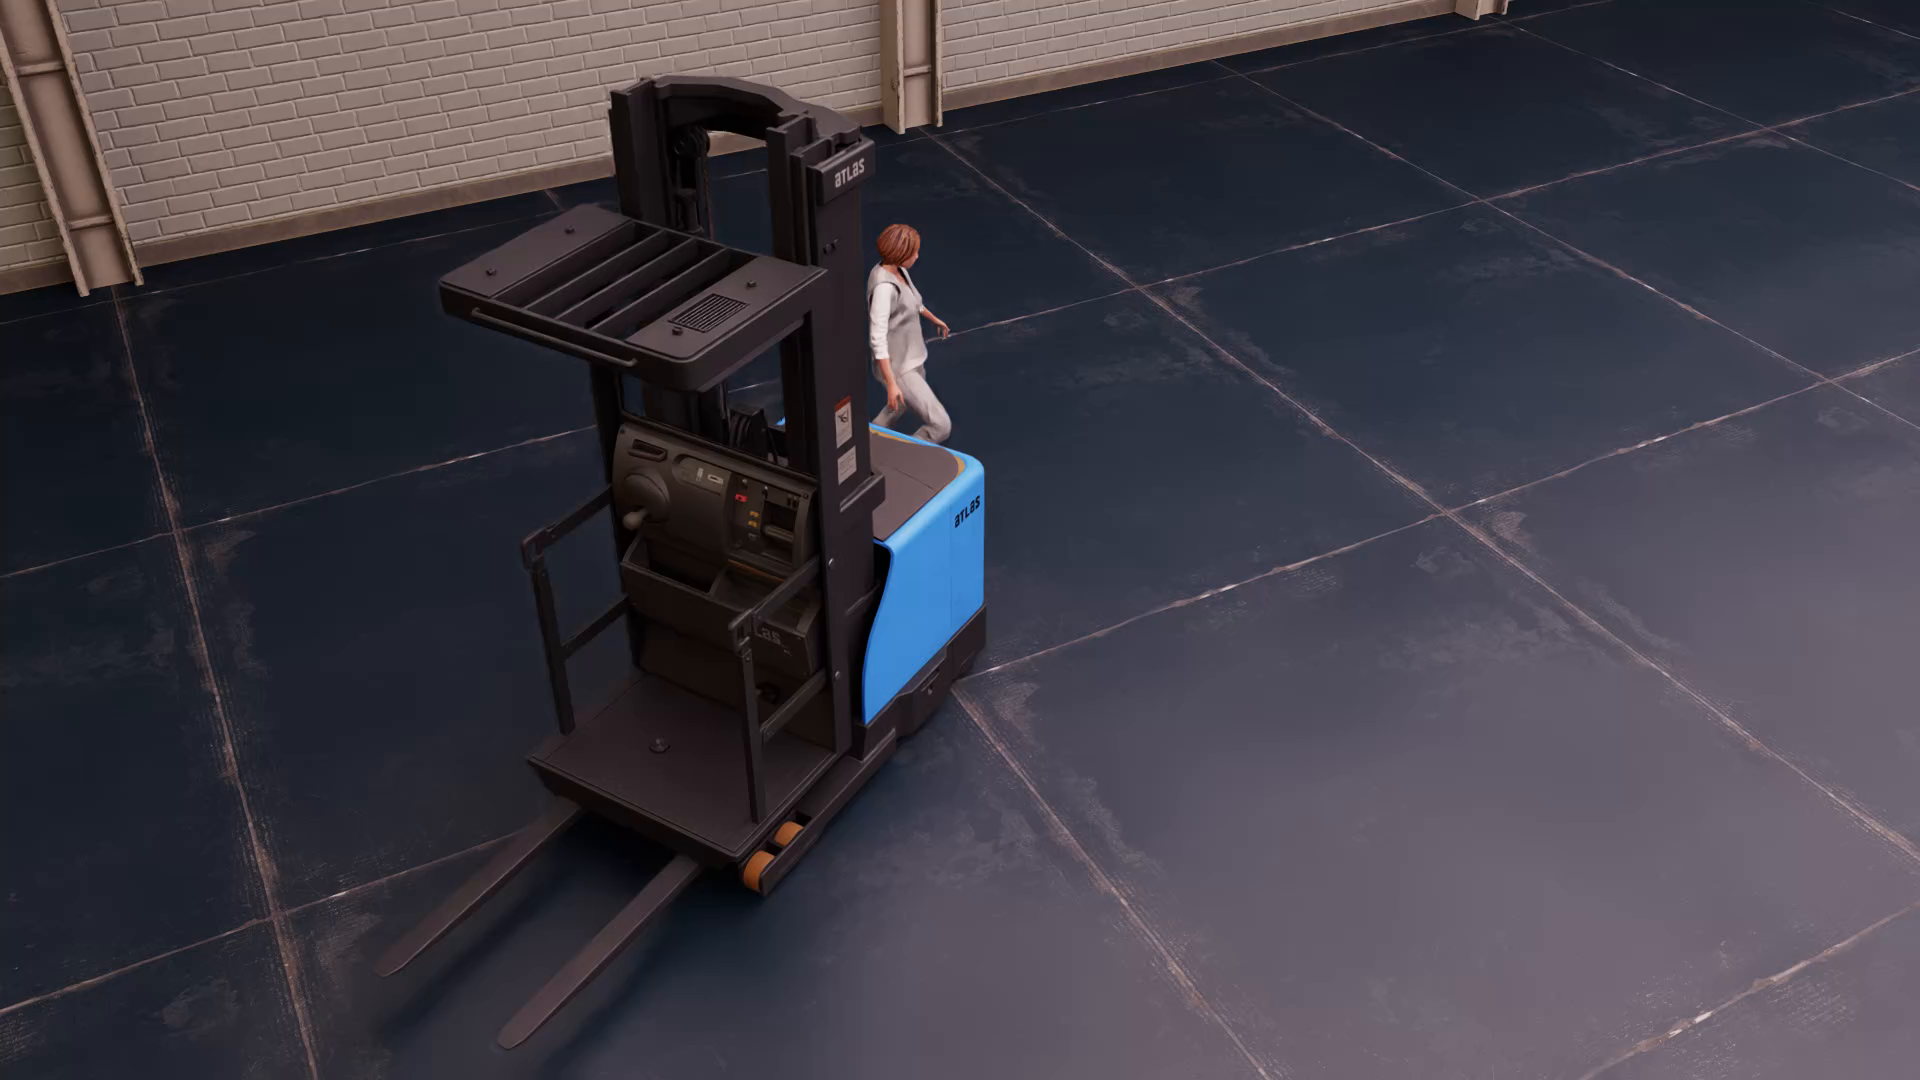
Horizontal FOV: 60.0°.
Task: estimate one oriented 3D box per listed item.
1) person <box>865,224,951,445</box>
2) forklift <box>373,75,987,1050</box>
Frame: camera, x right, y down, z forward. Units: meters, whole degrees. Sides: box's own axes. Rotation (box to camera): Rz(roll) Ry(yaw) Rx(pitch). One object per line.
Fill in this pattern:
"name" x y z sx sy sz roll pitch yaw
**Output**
"person" -0.294 -0.961 8.761 0.580 1.491 0.803 5 36 7
"forklift" -1.070 -0.091 6.252 1.130 2.935 3.031 19 40 25
